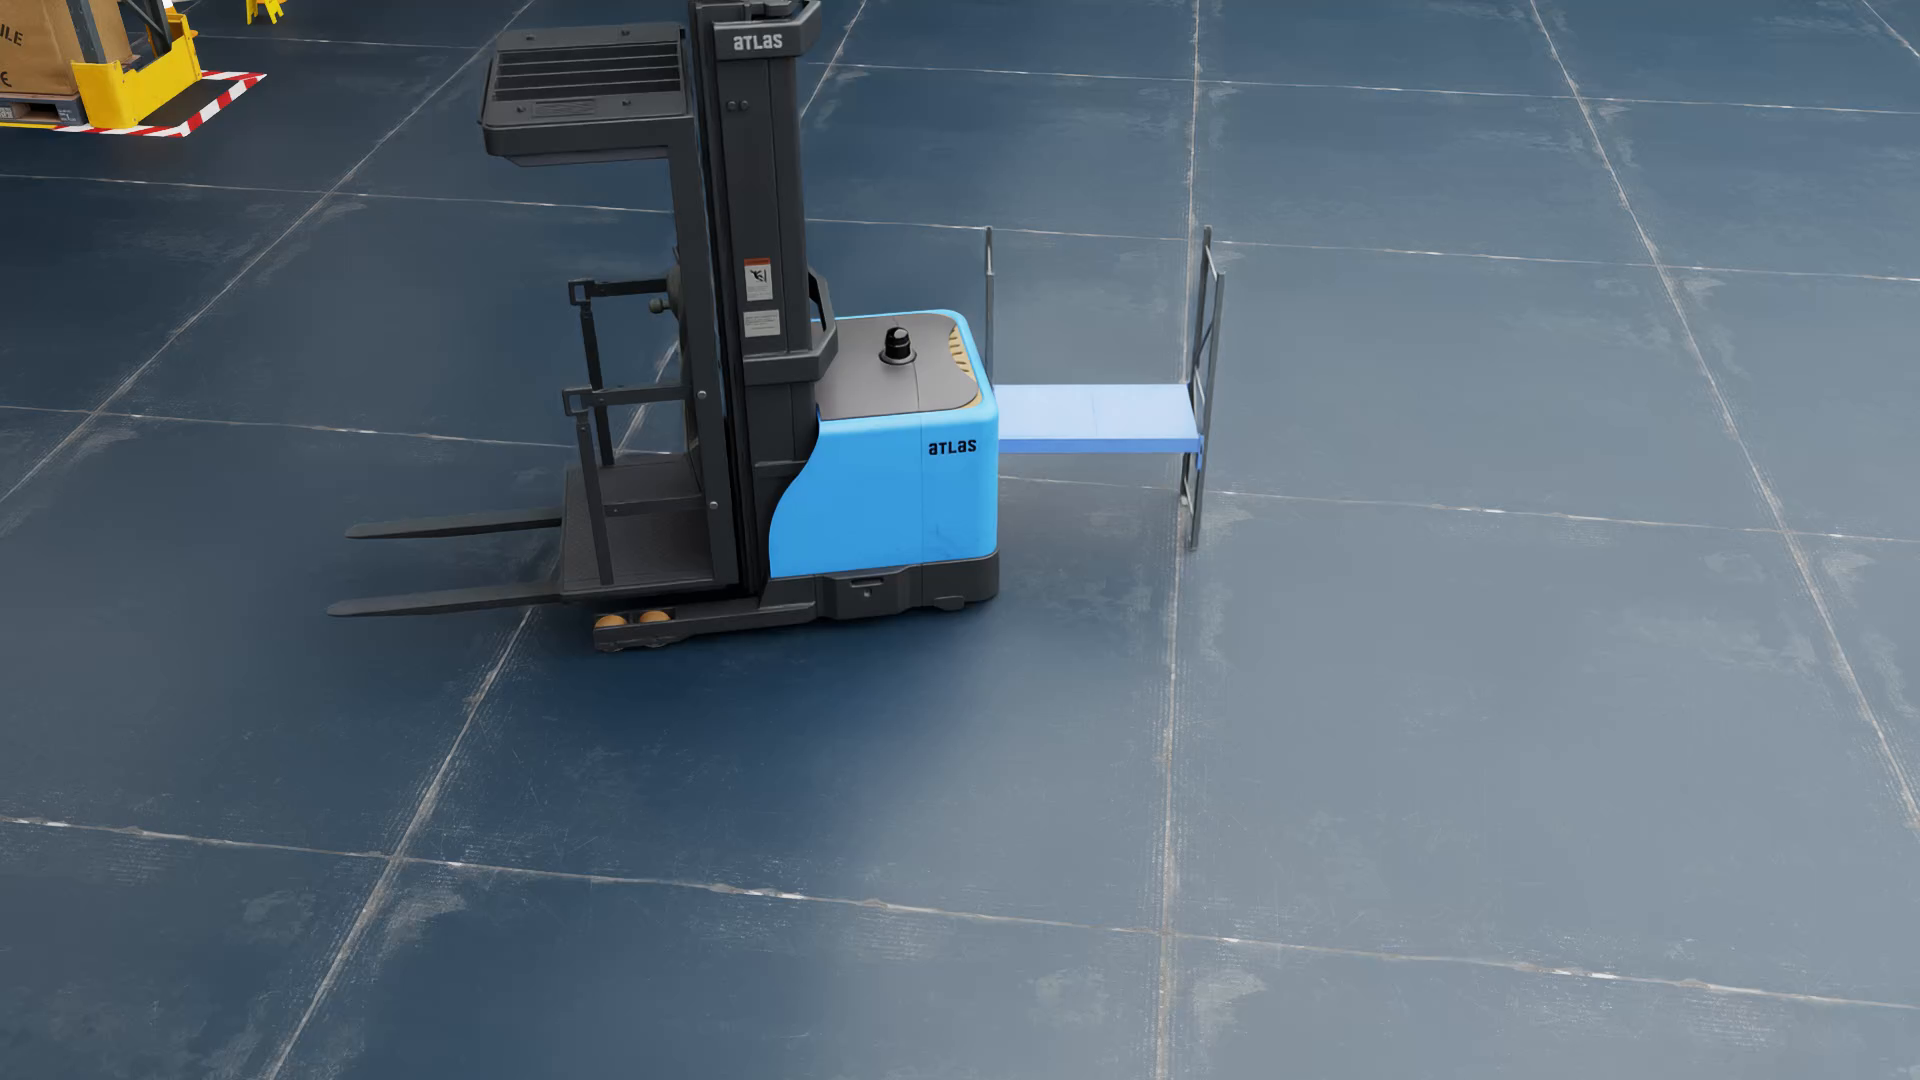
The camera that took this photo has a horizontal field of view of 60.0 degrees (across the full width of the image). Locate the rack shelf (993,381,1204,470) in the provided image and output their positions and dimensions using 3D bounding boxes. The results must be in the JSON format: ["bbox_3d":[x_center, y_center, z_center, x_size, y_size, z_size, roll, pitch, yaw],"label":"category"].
[{"bbox_3d":[0.643,-0.557,8.049,1.000,0.185,0.538,0,36,0],"label":"rack shelf"}]

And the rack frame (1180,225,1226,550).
[{"bbox_3d":[1.151,-0.705,7.947,0.032,1.500,0.500,0,36,0],"label":"rack frame"}]

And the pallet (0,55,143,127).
[{"bbox_3d":[-7.221,-3.562,13.060,1.213,0.211,1.003,4,36,6],"label":"pallet"}]

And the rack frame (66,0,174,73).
[{"bbox_3d":[-6.418,-4.683,12.230,0.127,3.000,1.000,4,36,6],"label":"rack frame"}]

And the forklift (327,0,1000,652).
[{"bbox_3d":[-1.382,-1.018,7.153,3.031,2.935,1.130,-6,36,-8],"label":"forklift"}]

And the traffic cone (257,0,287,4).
[{"bbox_3d":[-6.283,-5.134,15.045,0.334,0.463,0.336,4,36,6],"label":"traffic cone"}]

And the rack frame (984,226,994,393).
[{"bbox_3d":[0.134,-0.701,7.941,0.032,1.500,0.500,0,36,0],"label":"rack frame"}]

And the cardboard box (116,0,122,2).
[{"bbox_3d":[-7.953,-5.198,15.100,0.637,0.503,0.797,-20,40,-26],"label":"cardboard box"}]

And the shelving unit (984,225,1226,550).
[{"bbox_3d":[0.643,-0.703,7.944,1.048,1.500,0.538,0,36,0],"label":"shelving unit"}]

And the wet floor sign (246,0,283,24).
[{"bbox_3d":[-6.138,-4.864,14.509,0.232,0.644,0.267,-2,36,-2],"label":"wet floor sign"}]

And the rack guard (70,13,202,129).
[{"bbox_3d":[-6.395,-3.664,12.954,0.348,0.500,1.175,4,36,6],"label":"rack guard"}]

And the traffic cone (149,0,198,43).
[{"bbox_3d":[-6.764,-4.508,14.168,0.334,0.463,0.336,4,36,6],"label":"traffic cone"}]

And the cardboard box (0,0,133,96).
[{"bbox_3d":[-7.099,-4.001,12.742,0.875,0.875,0.875,4,36,6],"label":"cardboard box"}]

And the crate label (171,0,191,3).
[{"bbox_3d":[-7.071,-5.024,15.171,0.298,0.136,0.250,-14,38,-18],"label":"crate label"}]
